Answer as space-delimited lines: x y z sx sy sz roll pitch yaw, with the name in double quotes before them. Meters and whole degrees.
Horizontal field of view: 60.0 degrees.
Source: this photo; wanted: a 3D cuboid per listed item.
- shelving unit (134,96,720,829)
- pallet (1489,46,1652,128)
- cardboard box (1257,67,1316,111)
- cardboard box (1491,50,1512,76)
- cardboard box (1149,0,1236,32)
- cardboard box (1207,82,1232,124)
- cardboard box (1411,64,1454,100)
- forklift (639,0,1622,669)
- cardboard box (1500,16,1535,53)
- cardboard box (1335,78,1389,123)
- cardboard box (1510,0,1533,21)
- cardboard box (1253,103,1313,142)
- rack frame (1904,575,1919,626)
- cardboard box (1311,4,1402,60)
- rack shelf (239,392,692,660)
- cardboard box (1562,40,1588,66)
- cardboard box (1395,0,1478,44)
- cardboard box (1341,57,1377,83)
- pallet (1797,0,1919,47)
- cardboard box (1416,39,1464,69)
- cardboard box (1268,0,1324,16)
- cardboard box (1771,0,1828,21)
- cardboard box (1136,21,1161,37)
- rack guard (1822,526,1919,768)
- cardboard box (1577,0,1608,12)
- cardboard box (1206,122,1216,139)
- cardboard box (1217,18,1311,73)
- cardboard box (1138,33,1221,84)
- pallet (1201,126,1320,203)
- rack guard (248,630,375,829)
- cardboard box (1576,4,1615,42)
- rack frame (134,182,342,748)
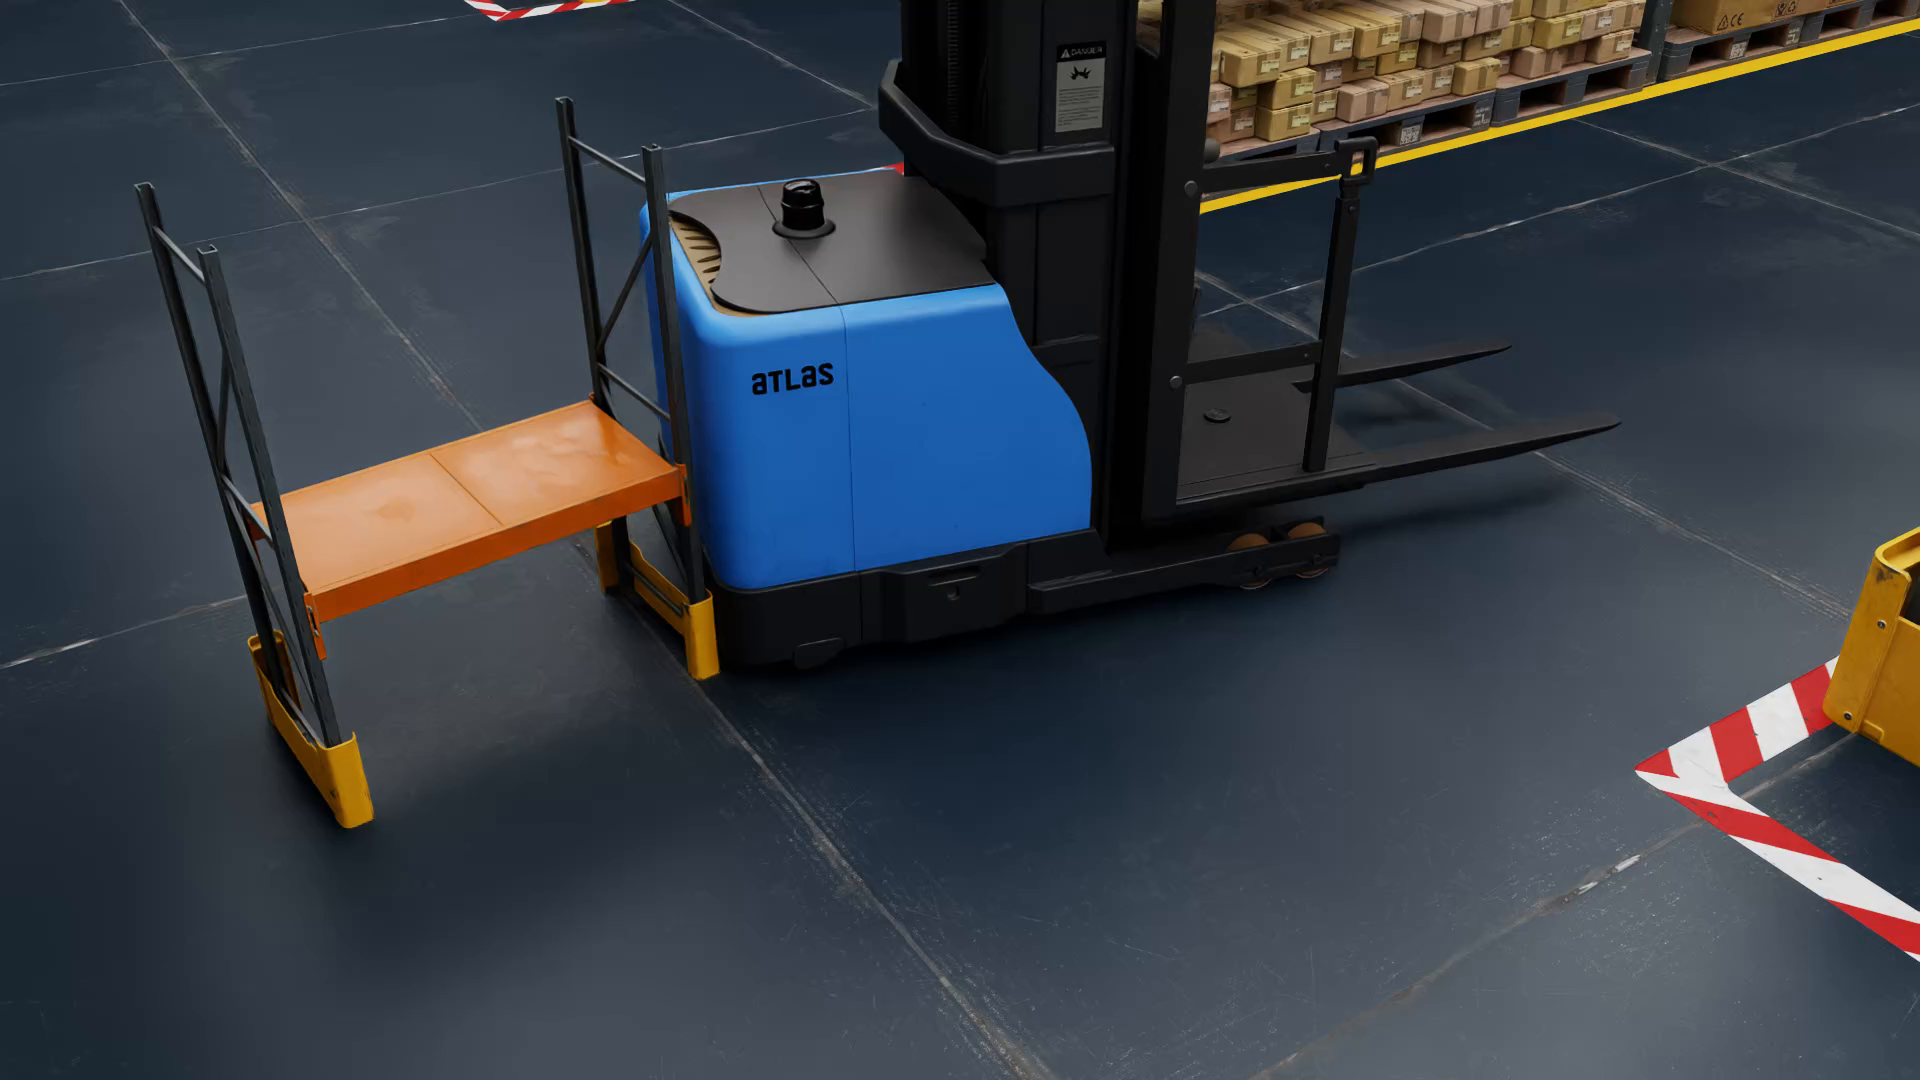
"shelving unit" -1.272 -0.215 4.185 1.083 1.500 0.587 -22 39 -31
"pallet" 3.010 -2.624 9.211 1.213 0.211 1.003 -19 37 -27
"cardboard box" 1.466 -2.180 7.895 0.250 0.149 0.380 -18 36 -26
"cardboard box" 2.673 -2.554 8.766 0.250 0.149 0.380 -20 37 -28
"cardboard box" 1.144 -2.572 8.237 0.250 0.149 0.380 -21 38 -29
"cardboard box" 1.034 -2.045 7.679 0.250 0.149 0.380 -19 37 -27
"cardboard box" 2.285 -2.374 8.481 0.250 0.149 0.380 -18 37 -26
"forklift" 0.631 -1.346 4.636 3.031 2.935 1.130 -10 34 -16
"cardboard box" 2.763 -2.679 8.686 0.250 0.149 0.380 -19 37 -27
"cardboard box" 1.882 -2.198 8.201 0.250 0.149 0.380 -21 38 -30
"cardboard box" 2.739 -2.810 8.614 0.250 0.149 0.380 -18 36 -26
"cardboard box" 1.462 -2.048 7.964 0.250 0.149 0.380 -18 37 -27
"rack frame" 2.796 -0.603 3.395 0.127 3.000 1.000 -19 37 -27
"cardboard box" 1.914 -2.469 8.073 0.250 0.149 0.380 -18 37 -27
"rack shelf" -1.265 -0.066 4.285 1.000 0.185 0.538 -22 39 -31
"cardboard box" 3.147 -2.681 8.967 0.250 0.149 0.380 -18 36 -26
"cardboard box" 2.341 -2.607 8.292 0.250 0.149 0.380 -20 38 -29
"cardboard box" 1.843 -2.397 8.238 0.250 0.149 0.380 -17 36 -25
"pallet" 5.236 -3.414 10.464 1.213 0.211 1.003 -19 37 -27
"cardboard box" 2.323 -2.528 8.447 0.250 0.149 0.380 -21 38 -29
"cardboard box" 1.622 -2.701 8.441 0.250 0.149 0.380 -20 38 -29
"cardboard box" 4.764 -3.382 9.749 0.500 0.500 0.500 -17 36 -25
"cardboard box" 0.744 -2.394 7.954 0.250 0.149 0.380 -18 37 -26
"rack guard" 2.776 0.461 4.051 0.348 0.500 1.175 -19 37 -27
"cardboard box" 3.204 -2.925 8.797 0.250 0.149 0.380 -18 37 -27
"cardboard box" 0.983 -1.949 7.806 0.250 0.149 0.380 -19 37 -27
"cardboard box" 1.429 -2.337 7.864 0.250 0.149 0.380 -21 38 -30
"cardboard box" 0.985 -2.213 7.667 0.250 0.149 0.380 -18 37 -26
"pallet" 0.960 -1.918 8.093 1.213 0.211 1.003 -19 37 -27
"rack guard" -1.666 0.476 4.261 0.087 0.250 0.587 -22 39 -31
"cardboard box" 3.242 -2.793 8.866 0.250 0.149 0.380 -21 38 -29
"rack frame" -1.667 -0.052 3.927 0.032 1.500 0.500 -22 39 -31
